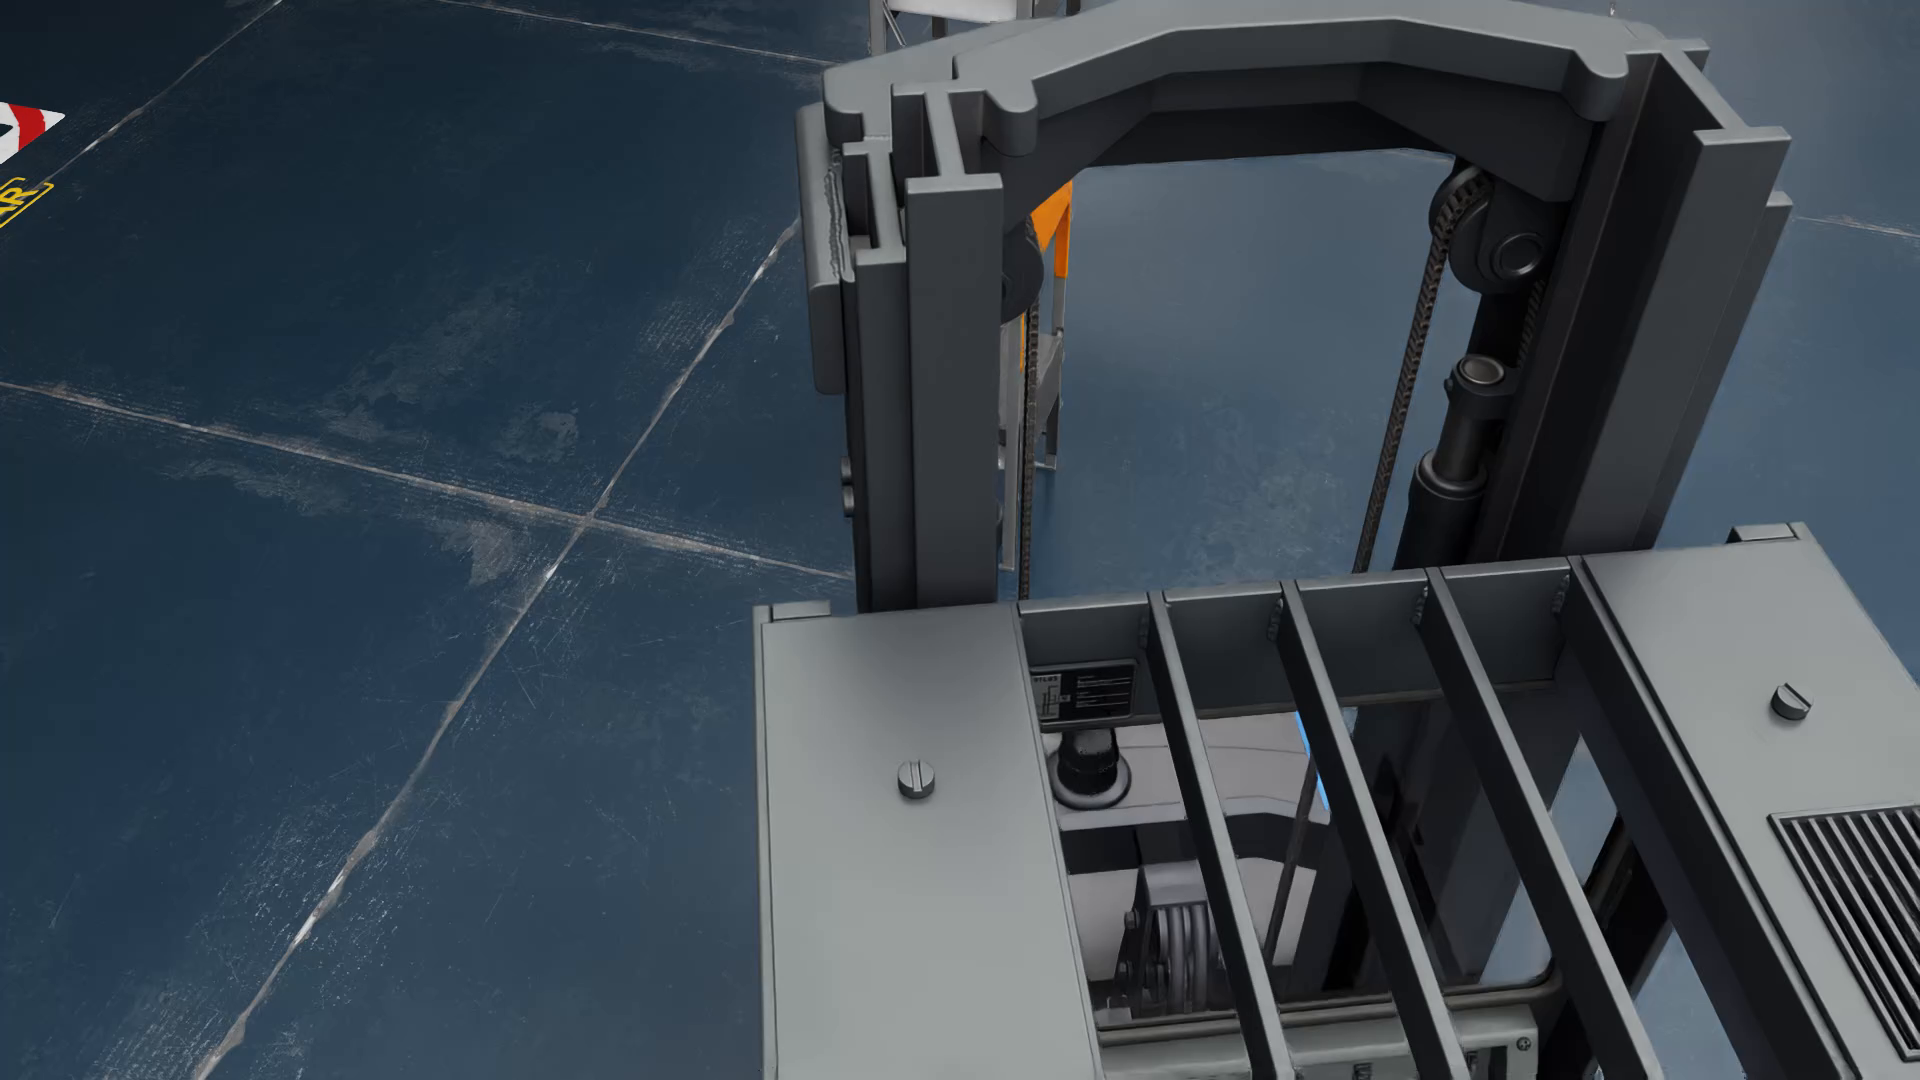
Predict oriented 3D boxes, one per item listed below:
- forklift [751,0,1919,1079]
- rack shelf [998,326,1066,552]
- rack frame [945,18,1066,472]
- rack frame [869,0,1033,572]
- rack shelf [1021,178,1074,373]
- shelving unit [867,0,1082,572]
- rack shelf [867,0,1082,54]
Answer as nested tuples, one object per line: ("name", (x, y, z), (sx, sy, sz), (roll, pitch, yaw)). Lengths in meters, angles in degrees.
("forklift", (0.367, 0.968, 2.165), (1.130, 2.935, 3.031), (-4, 45, -5))
("rack shelf", (0.050, -0.351, 5.128), (0.431, 0.518, 0.480), (13, 46, 12))
("rack frame", (0.124, -1.023, 4.795), (0.400, 2.100, 0.015), (13, 46, 12))
("rack frame", (-0.024, -0.698, 4.462), (0.400, 2.100, 0.015), (13, 46, 12))
("rack shelf", (0.050, -0.851, 4.638), (0.431, 0.518, 0.480), (13, 46, 12))
("shelving unit", (0.050, -0.861, 4.628), (0.431, 2.100, 0.503), (13, 46, 12))
("rack shelf", (0.050, -1.351, 4.148), (0.431, 0.518, 0.480), (13, 46, 12))
